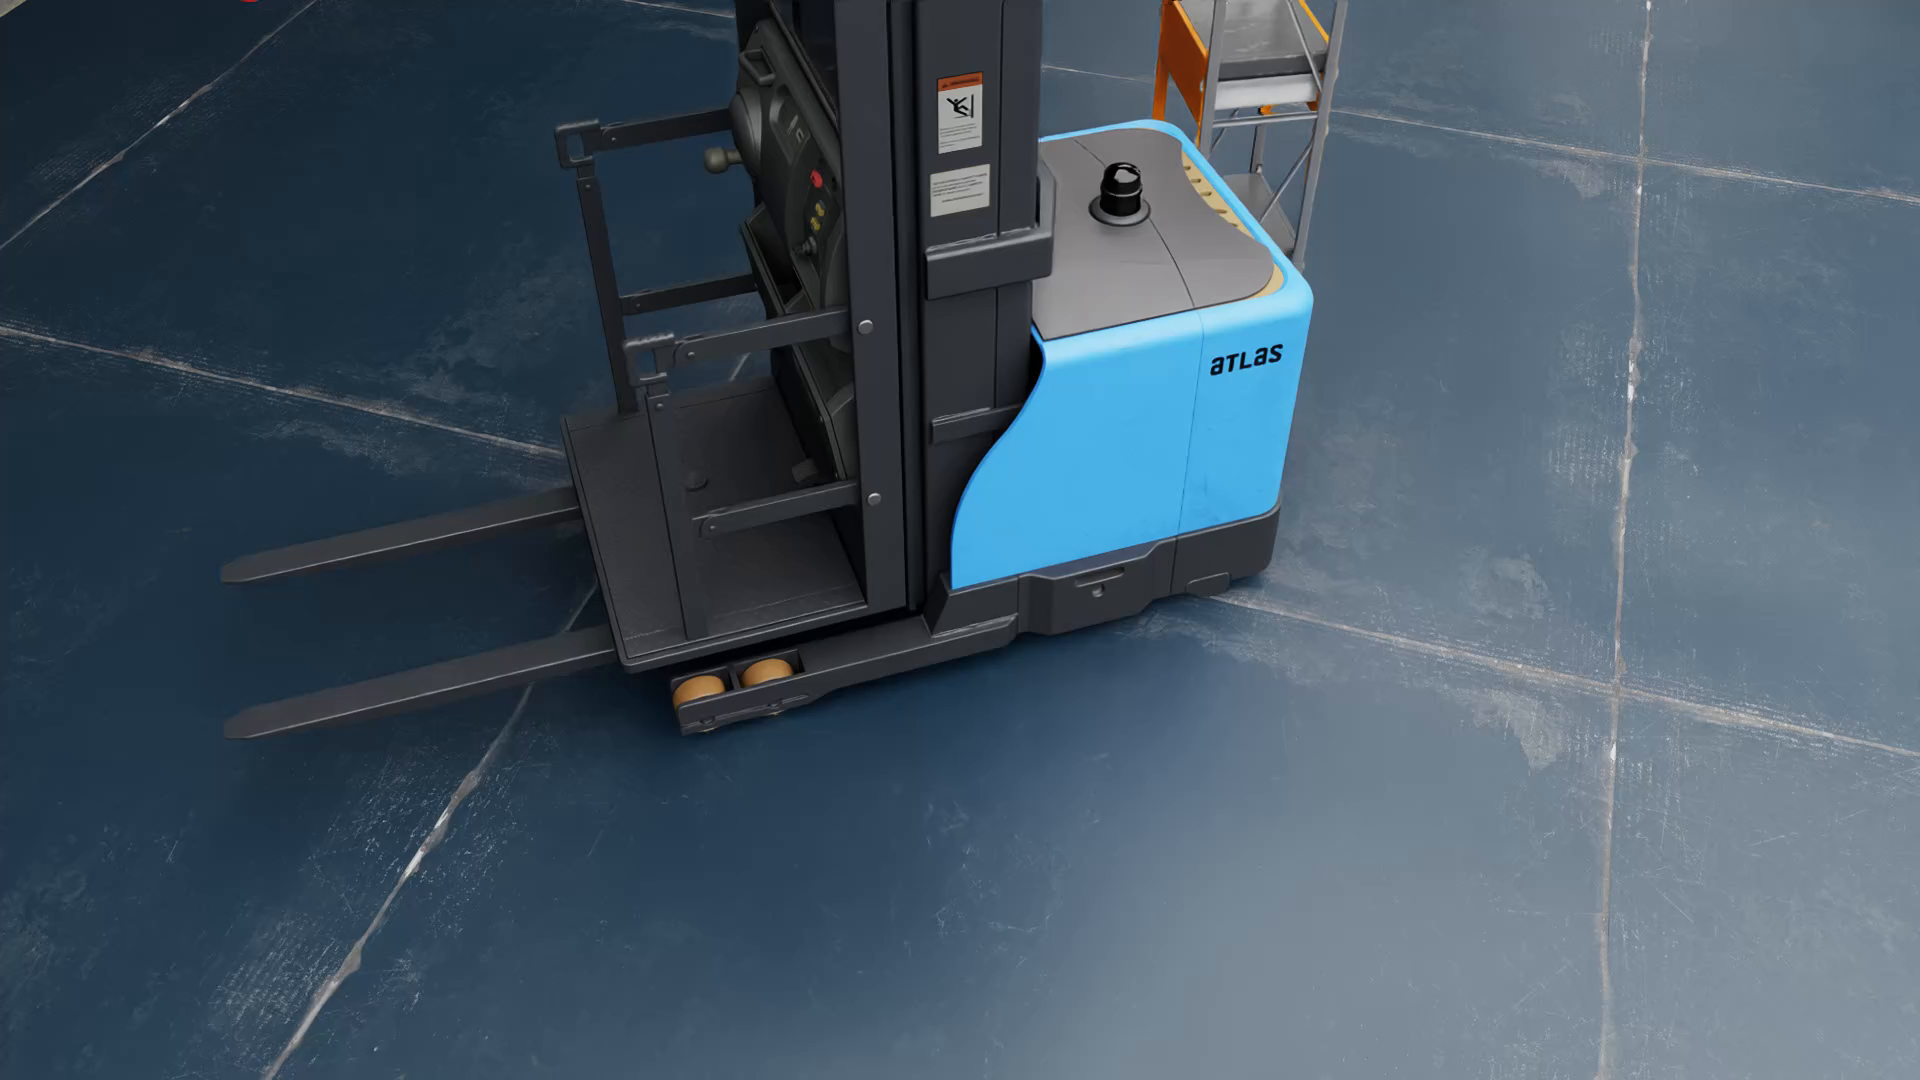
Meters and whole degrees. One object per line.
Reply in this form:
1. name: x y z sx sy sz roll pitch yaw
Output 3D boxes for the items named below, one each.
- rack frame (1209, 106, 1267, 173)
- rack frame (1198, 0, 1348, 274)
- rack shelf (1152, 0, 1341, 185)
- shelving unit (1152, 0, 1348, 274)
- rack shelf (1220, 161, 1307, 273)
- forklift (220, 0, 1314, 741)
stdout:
1. rack frame: 0.841 -1.610 5.394 0.400 2.100 0.015 -7 45 -7
2. rack frame: 0.925 -1.273 5.050 0.400 2.100 0.015 -7 45 -7
3. rack shelf: 0.883 -1.432 5.231 0.431 0.518 0.480 -7 45 -7
4. shelving unit: 0.883 -1.441 5.222 0.431 2.100 0.503 -7 45 -7
5. rack shelf: 0.883 -0.931 5.721 0.431 0.518 0.480 -7 45 -7
6. forklift: -0.616 -0.923 4.097 3.031 2.935 1.130 -13 46 -13
